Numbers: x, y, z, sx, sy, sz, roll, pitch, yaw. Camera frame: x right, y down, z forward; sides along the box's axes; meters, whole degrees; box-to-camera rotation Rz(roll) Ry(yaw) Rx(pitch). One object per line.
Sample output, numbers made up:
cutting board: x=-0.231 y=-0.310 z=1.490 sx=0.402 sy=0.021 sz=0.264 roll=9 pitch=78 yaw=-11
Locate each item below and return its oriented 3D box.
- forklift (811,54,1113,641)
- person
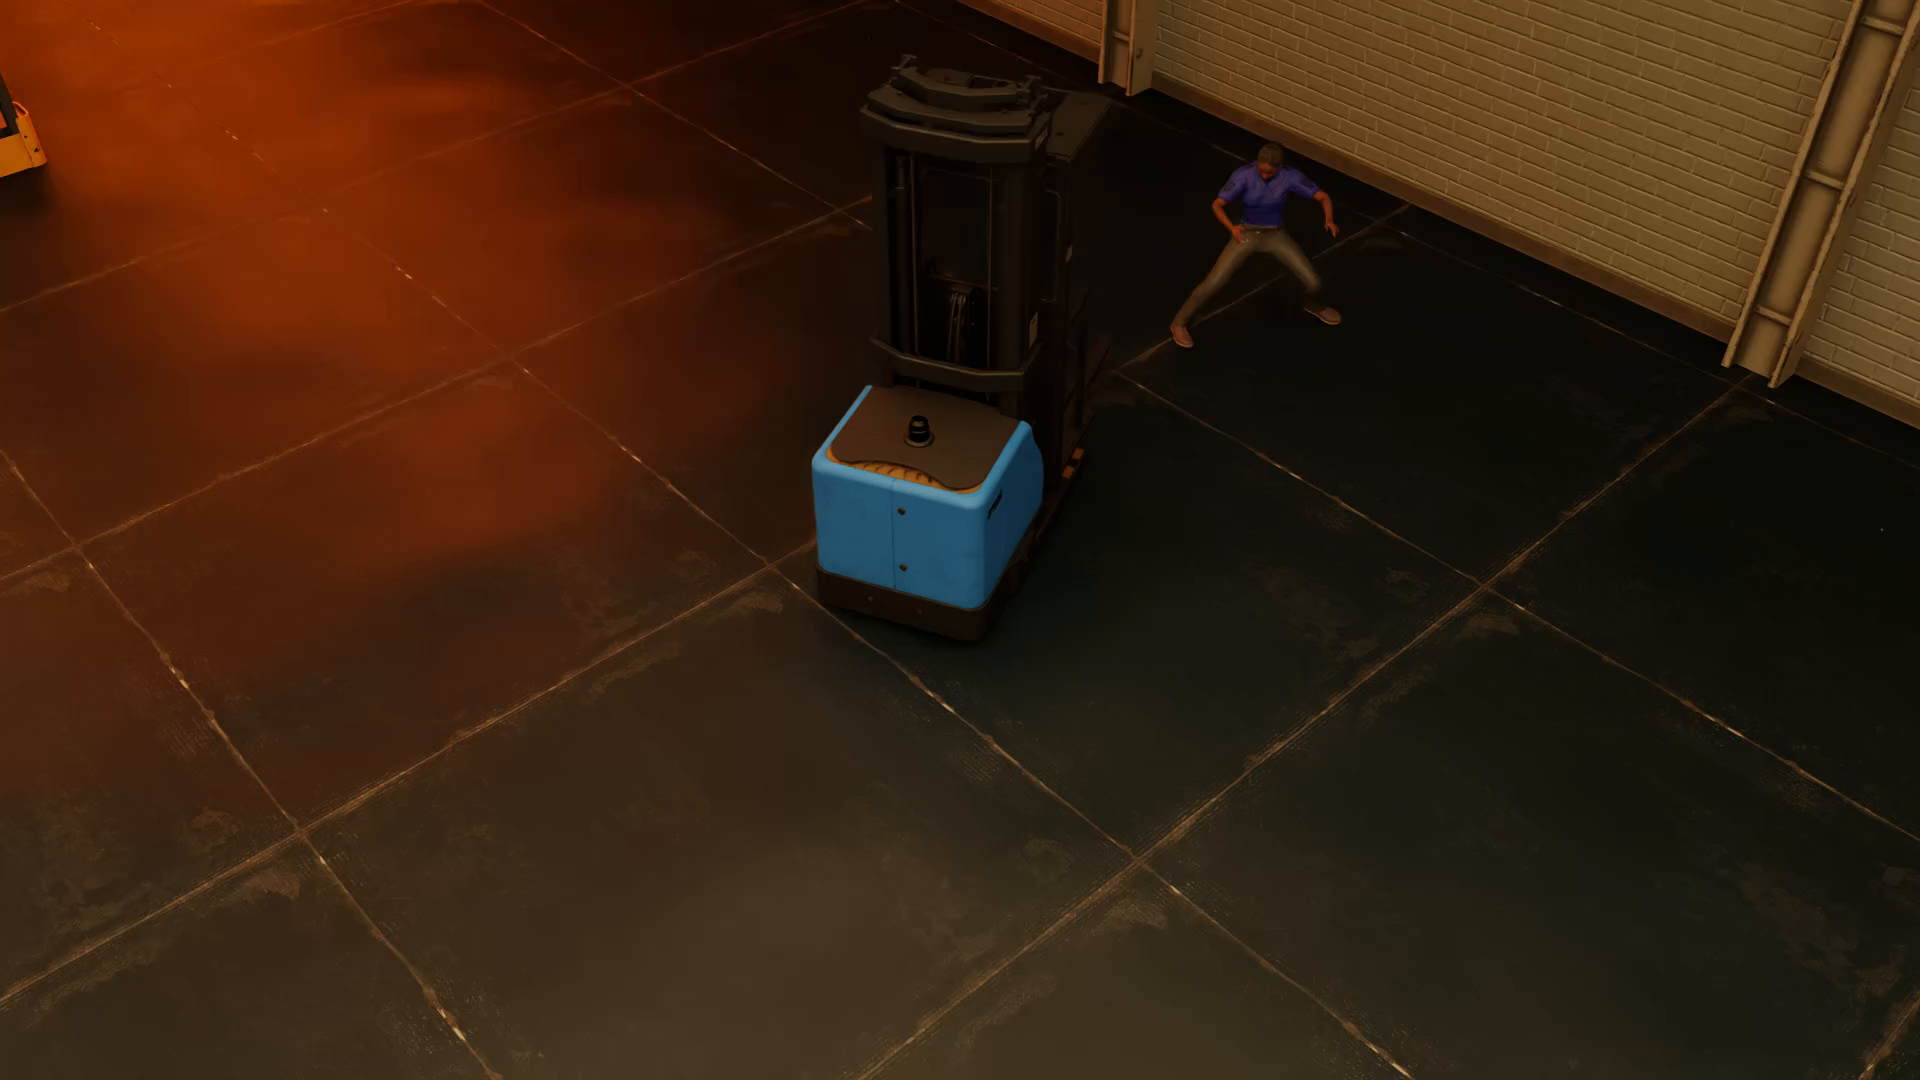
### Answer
forklift: x=0.183 y=-1.508 z=9.656 sx=1.130 sy=2.935 sz=3.031 roll=14 pitch=43 yaw=16
person: x=2.107 y=-2.021 z=11.400 sx=1.203 sy=1.428 sz=0.609 roll=6 pitch=41 yaw=7
